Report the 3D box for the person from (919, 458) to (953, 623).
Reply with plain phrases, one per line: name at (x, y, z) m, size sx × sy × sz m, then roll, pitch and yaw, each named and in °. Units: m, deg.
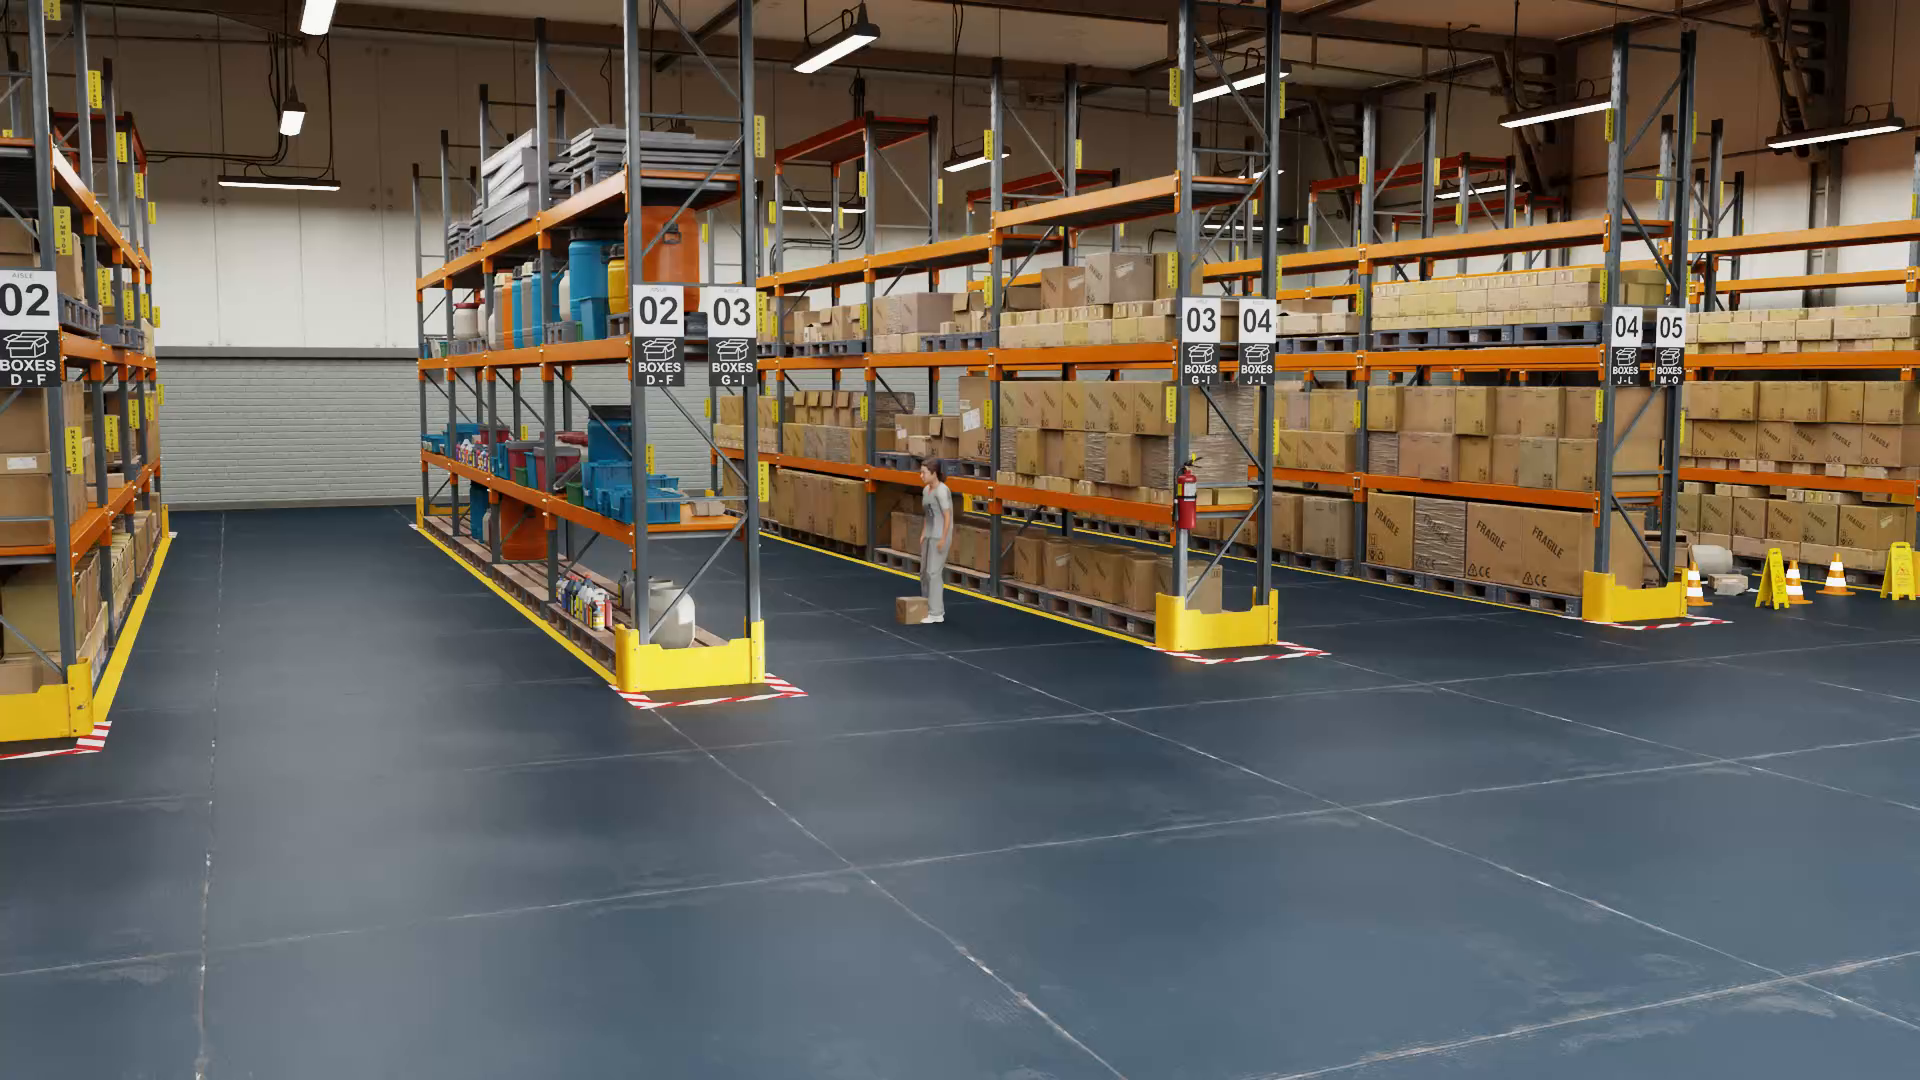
person at (-0.289, 0.000, 16.966) m, size 0.416 × 1.671 × 0.495 m, roll -3°, pitch 6°, yaw -26°
